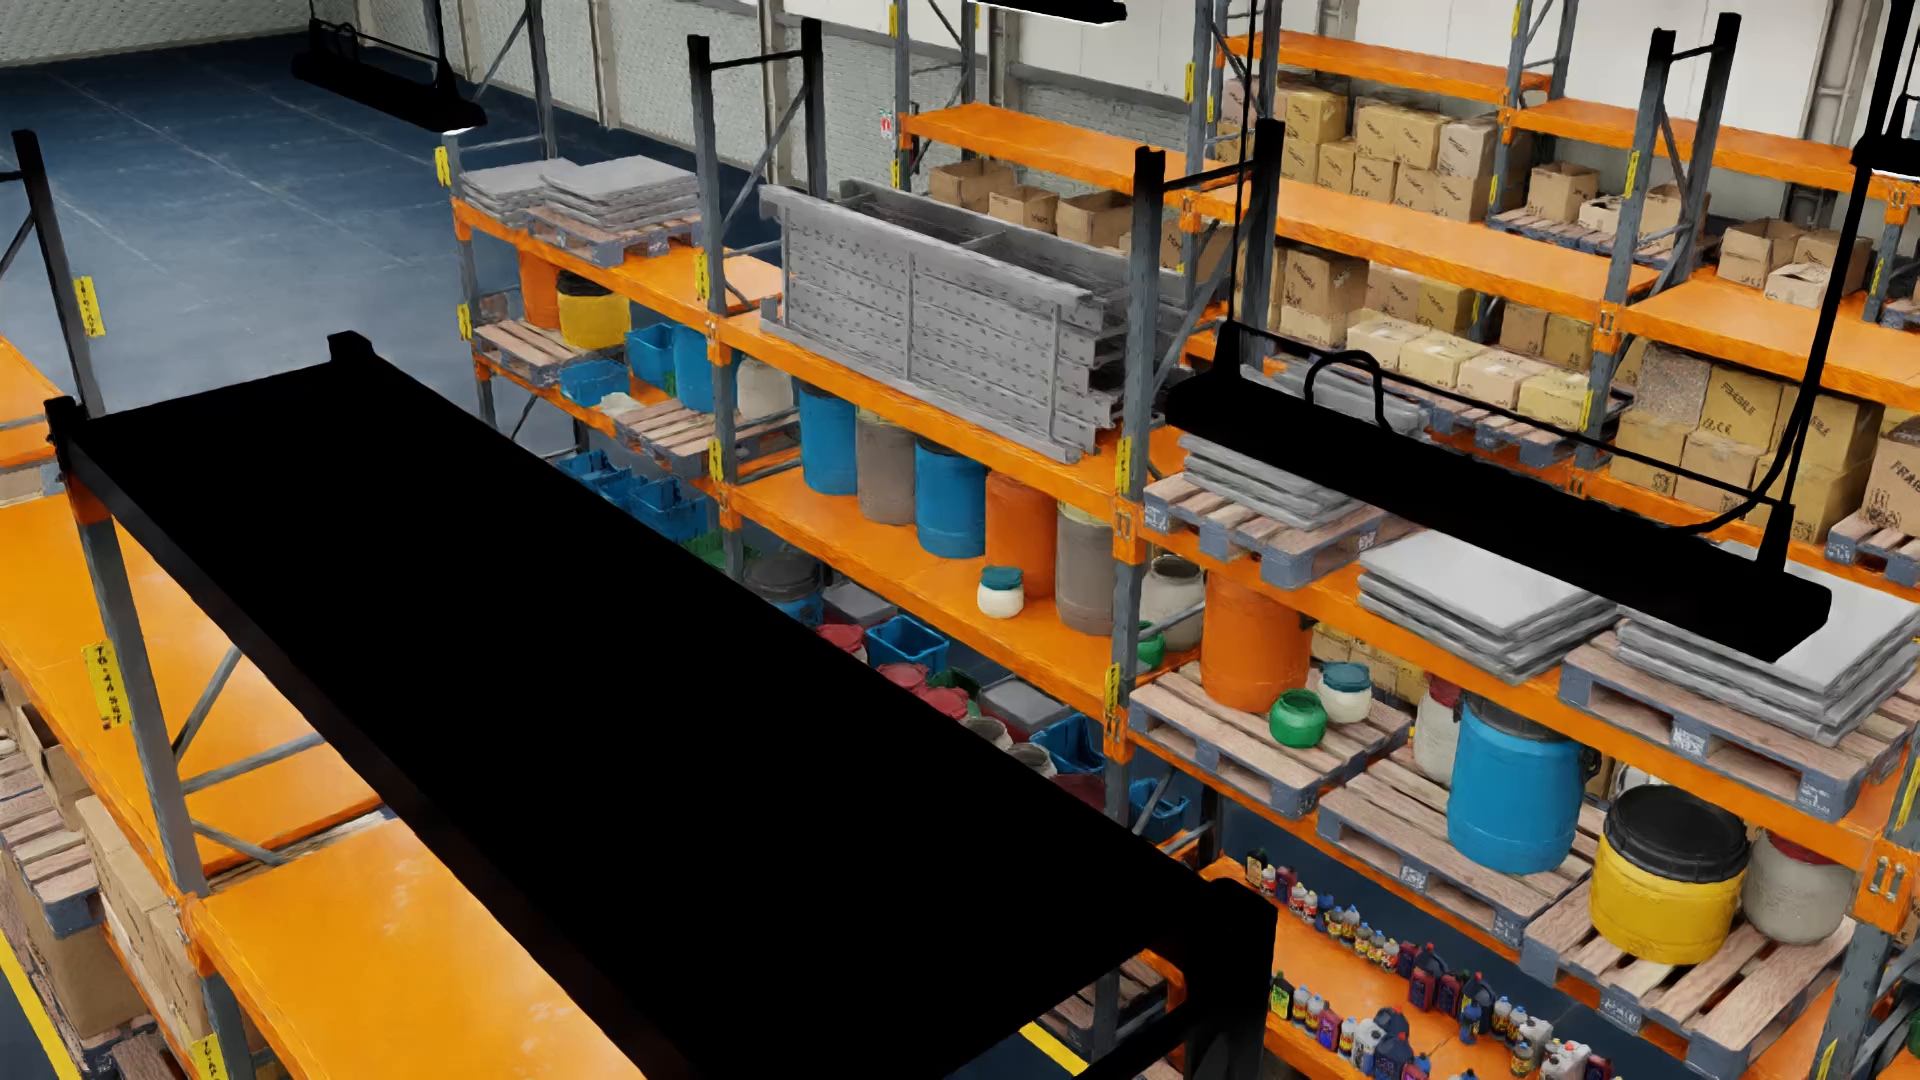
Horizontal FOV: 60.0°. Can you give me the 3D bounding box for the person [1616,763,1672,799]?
[{"bbox_3d":[4.784,2.007,11.727,0.661,1.742,0.552,-23,35,-37],"label":"person"}]
